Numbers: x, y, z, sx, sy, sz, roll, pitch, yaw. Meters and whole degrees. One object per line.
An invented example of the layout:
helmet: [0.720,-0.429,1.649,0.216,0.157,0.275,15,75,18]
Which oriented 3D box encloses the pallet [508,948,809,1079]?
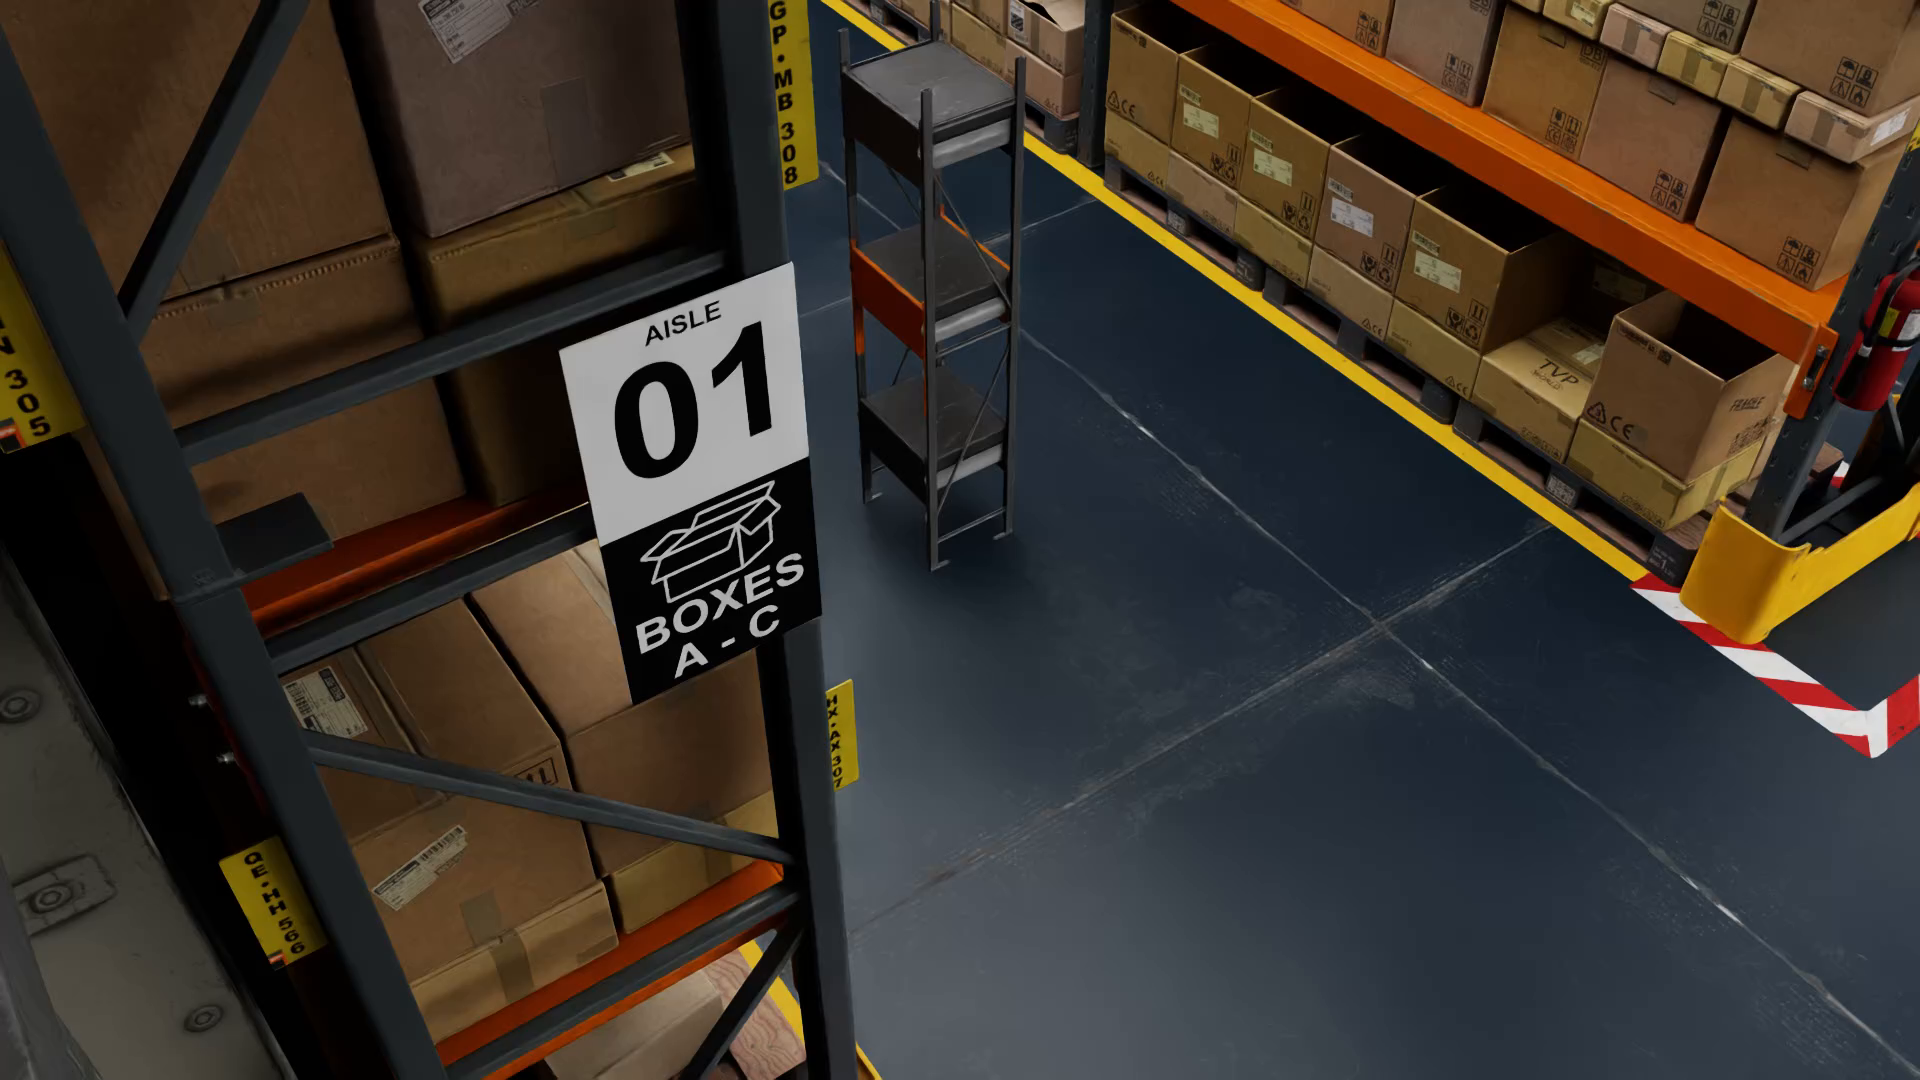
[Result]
pallet: [-1.187,1.442,5.087,1.003,0.211,1.213,-26,49,-24]

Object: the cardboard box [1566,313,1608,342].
cardboard box: [2.940,-0.839,7.144,0.500,0.250,0.500,-26,49,-24]

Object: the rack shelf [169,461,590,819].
rack shelf: [-1.852,-1.007,3.981,1.077,0.370,4.000,-26,49,-24]

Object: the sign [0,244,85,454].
sign: [-1.175,-0.247,2.023,0.100,0.325,0.005,-26,49,-24]

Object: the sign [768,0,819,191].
sign: [-0.263,-0.665,2.469,0.100,0.325,0.005,-26,49,-24]

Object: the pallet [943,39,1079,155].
pallet: [0.611,-2.667,9.391,1.003,0.211,1.213,-26,49,-24]

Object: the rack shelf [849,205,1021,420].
rack shelf: [-0.095,-0.843,6.133,0.431,0.518,0.480,-26,49,-24]

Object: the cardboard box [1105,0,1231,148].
cardboard box: [1.073,-2.316,8.148,0.500,0.500,0.500,-26,49,-24]

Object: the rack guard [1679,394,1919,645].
rack guard: [3.367,-0.091,6.483,1.175,0.500,0.348,-26,49,-24]

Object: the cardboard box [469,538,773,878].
cardboard box: [-0.734,0.337,3.776,0.500,0.500,0.500,-26,49,-24]

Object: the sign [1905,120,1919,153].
sign: [2.900,-1.306,4.936,0.100,0.325,0.005,-26,49,-24]

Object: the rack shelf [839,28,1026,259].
rack shelf: [-0.095,-1.350,5.649,0.431,0.518,0.480,-26,49,-24]

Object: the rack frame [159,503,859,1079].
rack frame: [-0.708,0.951,3.582,1.000,3.000,0.127,-26,49,-24]

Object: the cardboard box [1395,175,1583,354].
cardboard box: [2.218,-1.184,6.962,0.500,0.500,0.500,-26,49,-24]

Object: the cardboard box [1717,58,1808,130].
cardboard box: [2.827,-1.568,5.678,0.380,0.149,0.250,-25,49,-23]

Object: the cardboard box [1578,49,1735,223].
cardboard box: [2.792,-1.610,6.191,0.700,0.500,0.500,-24,49,-23]

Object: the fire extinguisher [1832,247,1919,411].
fire extinguisher: [3.040,-0.730,5.398,0.296,0.674,0.183,-26,49,-24]

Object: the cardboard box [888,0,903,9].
cardboard box: [-0.281,-3.417,9.844,0.500,0.250,0.500,-25,49,-24]

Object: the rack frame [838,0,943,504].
rack frame: [-0.234,-0.991,6.268,0.400,2.100,0.015,-26,49,-24]

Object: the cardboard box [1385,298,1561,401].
cardboard box: [2.221,-0.914,7.222,0.500,0.250,0.500,-26,49,-24]

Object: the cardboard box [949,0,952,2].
cardboard box: [0.012,-3.326,9.343,0.500,0.311,0.500,-26,49,-25]

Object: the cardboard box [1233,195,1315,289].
cardboard box: [1.645,-1.478,7.814,0.500,0.250,0.500,-26,49,-24]

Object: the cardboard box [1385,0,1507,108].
cardboard box: [2.209,-2.190,6.799,0.700,0.500,0.500,-24,49,-23]

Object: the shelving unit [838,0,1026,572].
shelving unit: [-0.095,-0.853,6.123,0.431,2.100,0.503,-26,49,-24]

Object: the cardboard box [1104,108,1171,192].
cardboard box: [1.081,-2.049,8.411,0.500,0.250,0.500,-26,49,-24]

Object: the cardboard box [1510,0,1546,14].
cardboard box: [2.236,-2.153,6.291,0.380,0.149,0.250,-24,49,-23]

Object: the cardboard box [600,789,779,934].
cardboard box: [-0.727,0.596,4.048,0.500,0.250,0.500,-27,50,-26]

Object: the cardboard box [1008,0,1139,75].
cardboard box: [0.598,-2.750,8.740,0.500,0.311,0.500,-26,49,-24]

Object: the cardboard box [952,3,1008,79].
cardboard box: [0.302,-2.839,9.238,0.500,0.250,0.500,-26,50,-25]

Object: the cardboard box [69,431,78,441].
cardboard box: [-1.454,-0.584,2.930,0.500,0.500,0.500,-26,49,-24]

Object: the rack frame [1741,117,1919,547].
rack frame: [3.353,-1.008,5.634,1.000,3.000,0.127,-26,49,-24]

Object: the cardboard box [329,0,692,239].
cardboard box: [-0.729,-0.854,2.489,0.500,0.500,0.500,-29,51,-27]

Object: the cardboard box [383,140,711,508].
cardboard box: [-0.694,-0.466,2.807,0.500,0.500,0.500,-24,49,-23]

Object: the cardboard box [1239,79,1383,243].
cardboard box: [1.645,-1.750,7.555,0.500,0.500,0.500,-26,49,-24]

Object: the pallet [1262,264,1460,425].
pallet: [2.187,-1.107,7.756,1.003,0.211,1.213,-26,49,-24]

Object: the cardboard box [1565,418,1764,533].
cardboard box: [2.804,-0.353,6.634,0.500,0.250,0.500,-26,49,-24]

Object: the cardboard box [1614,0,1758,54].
cardboard box: [2.761,-2.109,5.775,0.700,0.500,0.500,-27,50,-25]

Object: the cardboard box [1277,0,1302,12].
cardboard box: [1.631,-2.765,7.402,0.700,0.500,0.500,-26,50,-25]

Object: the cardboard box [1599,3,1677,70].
cardboard box: [2.539,-1.856,5.980,0.380,0.149,0.250,-25,49,-24]

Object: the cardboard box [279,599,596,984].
cardboard box: [-1.152,0.543,3.560,0.500,0.500,0.500,-26,50,-25]

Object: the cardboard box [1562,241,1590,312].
cardboard box: [2.645,-1.389,7.177,0.500,0.500,0.500,-26,49,-24]
